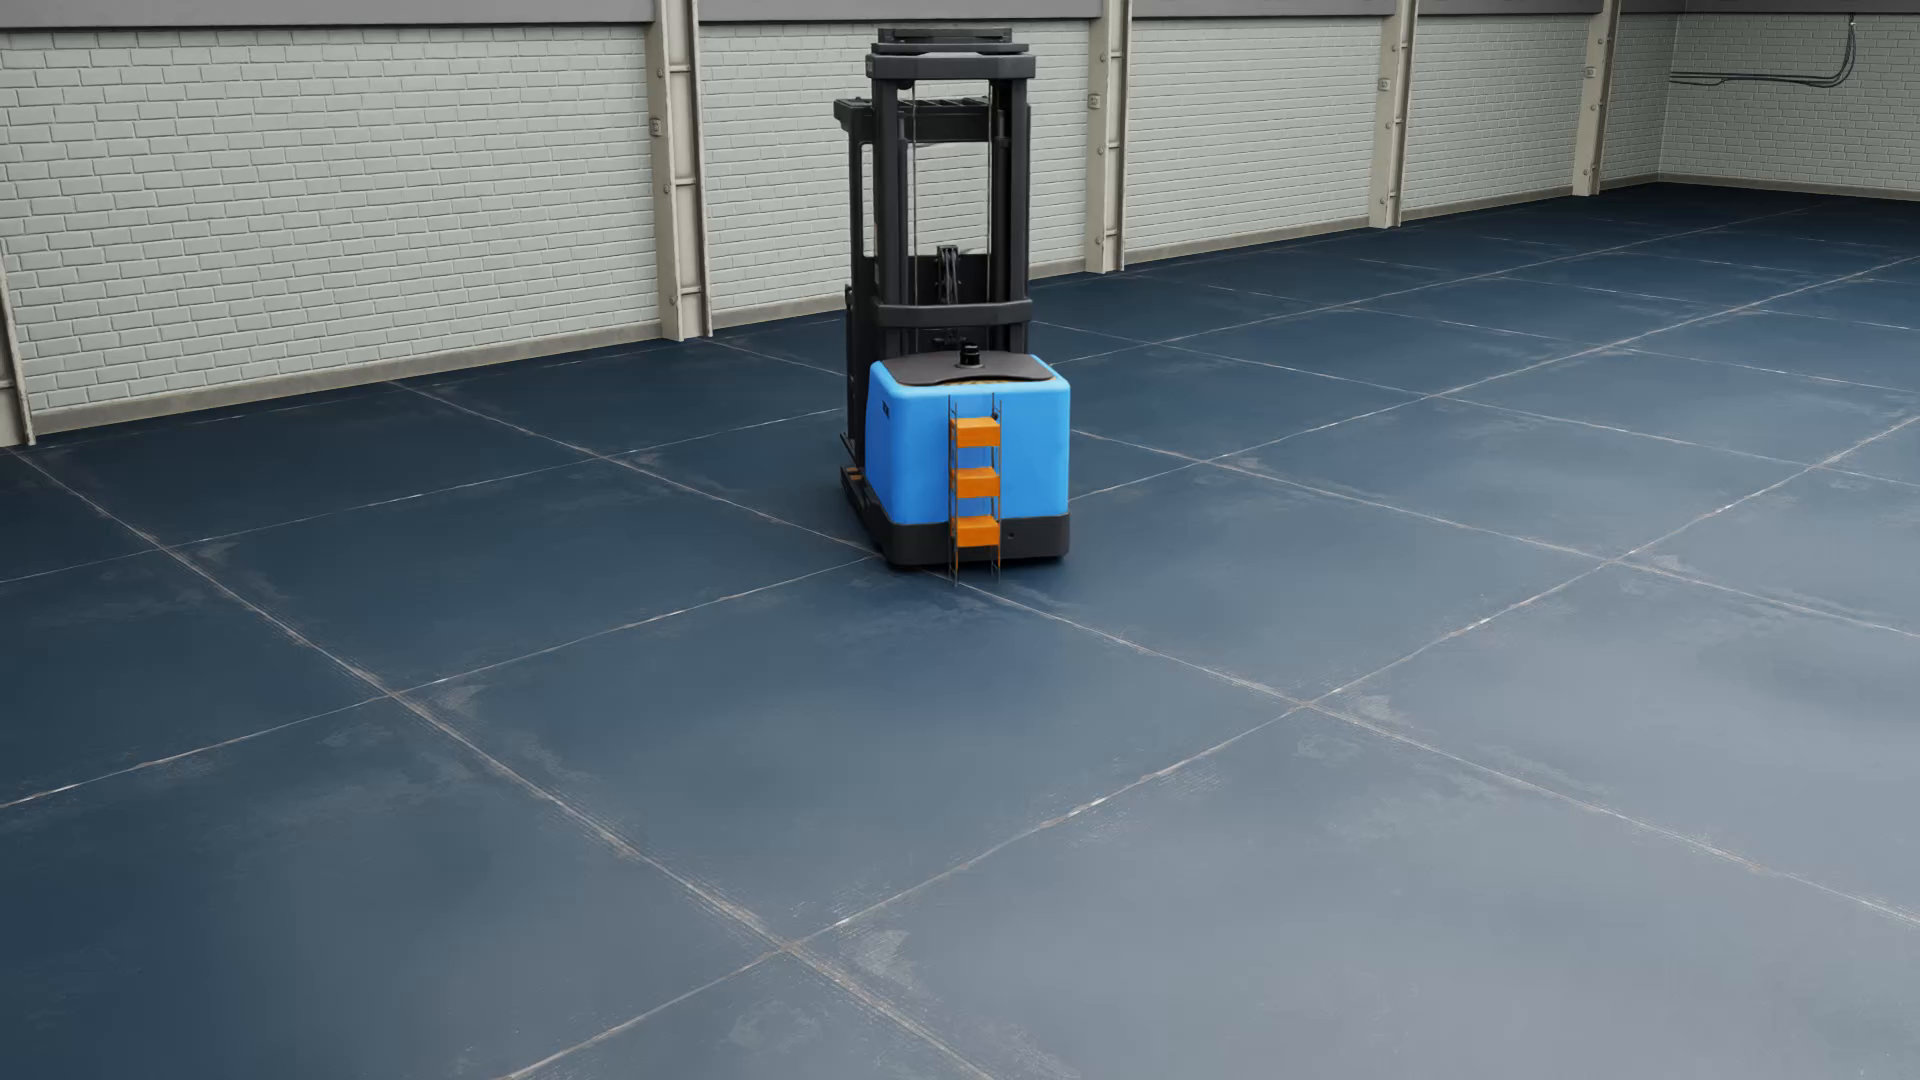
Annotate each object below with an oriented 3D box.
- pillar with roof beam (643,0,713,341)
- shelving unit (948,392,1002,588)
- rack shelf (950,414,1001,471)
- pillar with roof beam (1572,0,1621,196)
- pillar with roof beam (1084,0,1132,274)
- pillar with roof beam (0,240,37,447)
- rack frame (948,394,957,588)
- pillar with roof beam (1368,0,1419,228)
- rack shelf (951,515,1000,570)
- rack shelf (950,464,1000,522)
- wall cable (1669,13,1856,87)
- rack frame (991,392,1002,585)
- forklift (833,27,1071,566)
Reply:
[{"bbox_3d":[0.324,-5.280,11.679,0.400,9.000,9.100,-16,24,-41],"label":"pillar with roof beam"},{"bbox_3d":[0.080,-0.271,9.118,0.252,1.050,0.215,-4,18,-11],"label":"shelving unit"},{"bbox_3d":[0.080,-0.531,9.034,0.240,0.259,0.215,-4,18,-11],"label":"rack shelf"},{"bbox_3d":[13.403,-9.094,23.443,0.400,9.000,9.100,-16,24,-41],"label":"pillar with roof beam"},{"bbox_3d":[4.684,-6.551,15.600,0.400,9.000,9.100,-16,24,-41],"label":"pillar with roof beam"},{"bbox_3d":[-4.035,-4.009,7.758,0.400,9.000,9.100,-16,24,-41],"label":"pillar with roof beam"},{"bbox_3d":[-0.040,-0.263,9.095,0.008,1.050,0.200,-4,18,-11],"label":"rack frame"},{"bbox_3d":[9.044,-7.823,19.522,0.400,9.000,9.100,-16,24,-41],"label":"pillar with roof beam"},{"bbox_3d":[0.080,0.003,9.208,0.240,0.259,0.215,-4,18,-11],"label":"rack shelf"},{"bbox_3d":[0.080,-0.261,9.122,0.240,0.259,0.215,-4,18,-11],"label":"rack shelf"},{"bbox_3d":[13.495,-8.910,27.909,0.112,2.526,3.097,-16,24,-41],"label":"wall cable"},{"bbox_3d":[0.199,-0.279,9.142,0.008,1.050,0.200,-4,18,-11],"label":"rack frame"},{"bbox_3d":[-0.171,-1.666,10.371,1.130,2.935,3.031,-4,18,-11],"label":"forklift"}]
